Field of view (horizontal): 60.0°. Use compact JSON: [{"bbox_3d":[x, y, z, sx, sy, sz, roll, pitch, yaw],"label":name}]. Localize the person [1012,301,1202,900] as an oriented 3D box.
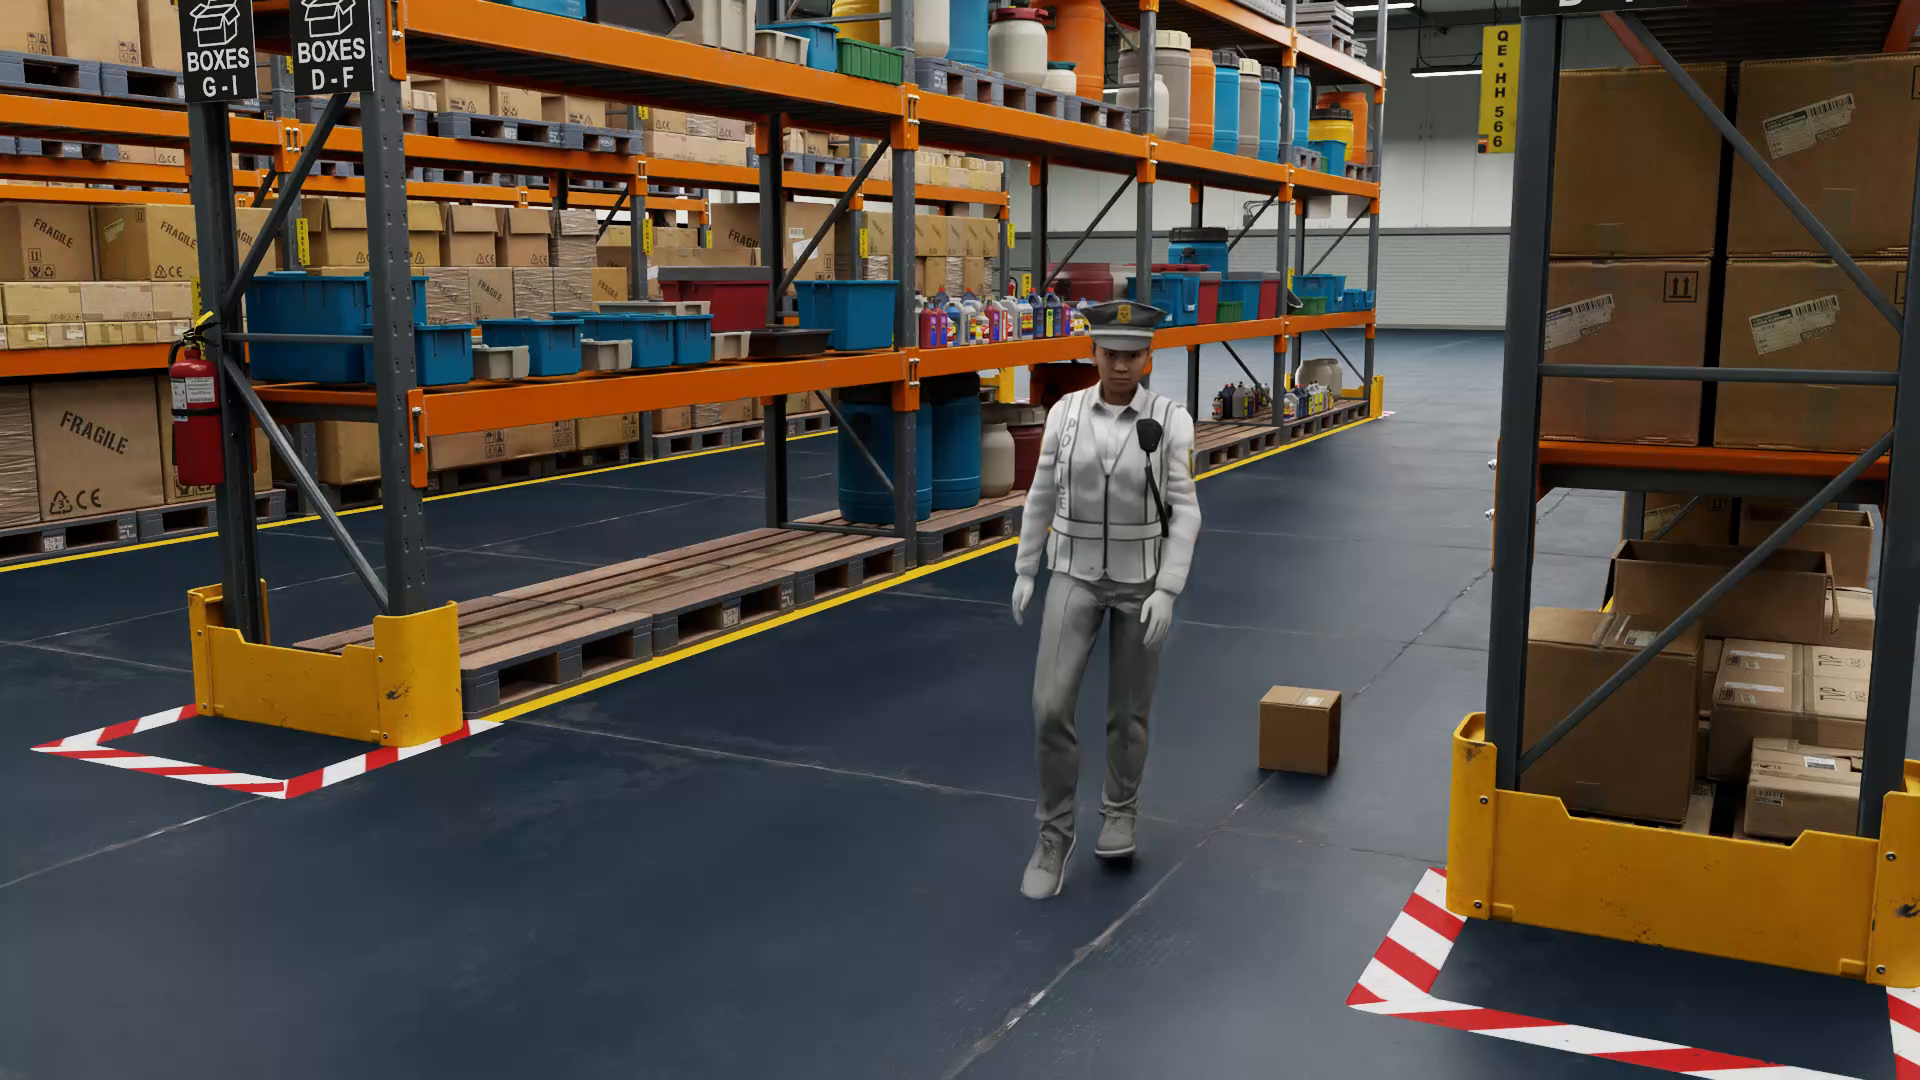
[{"bbox_3d":[0.414,0.171,4.828,0.563,1.719,0.528,2,9,12],"label":"person"}]
